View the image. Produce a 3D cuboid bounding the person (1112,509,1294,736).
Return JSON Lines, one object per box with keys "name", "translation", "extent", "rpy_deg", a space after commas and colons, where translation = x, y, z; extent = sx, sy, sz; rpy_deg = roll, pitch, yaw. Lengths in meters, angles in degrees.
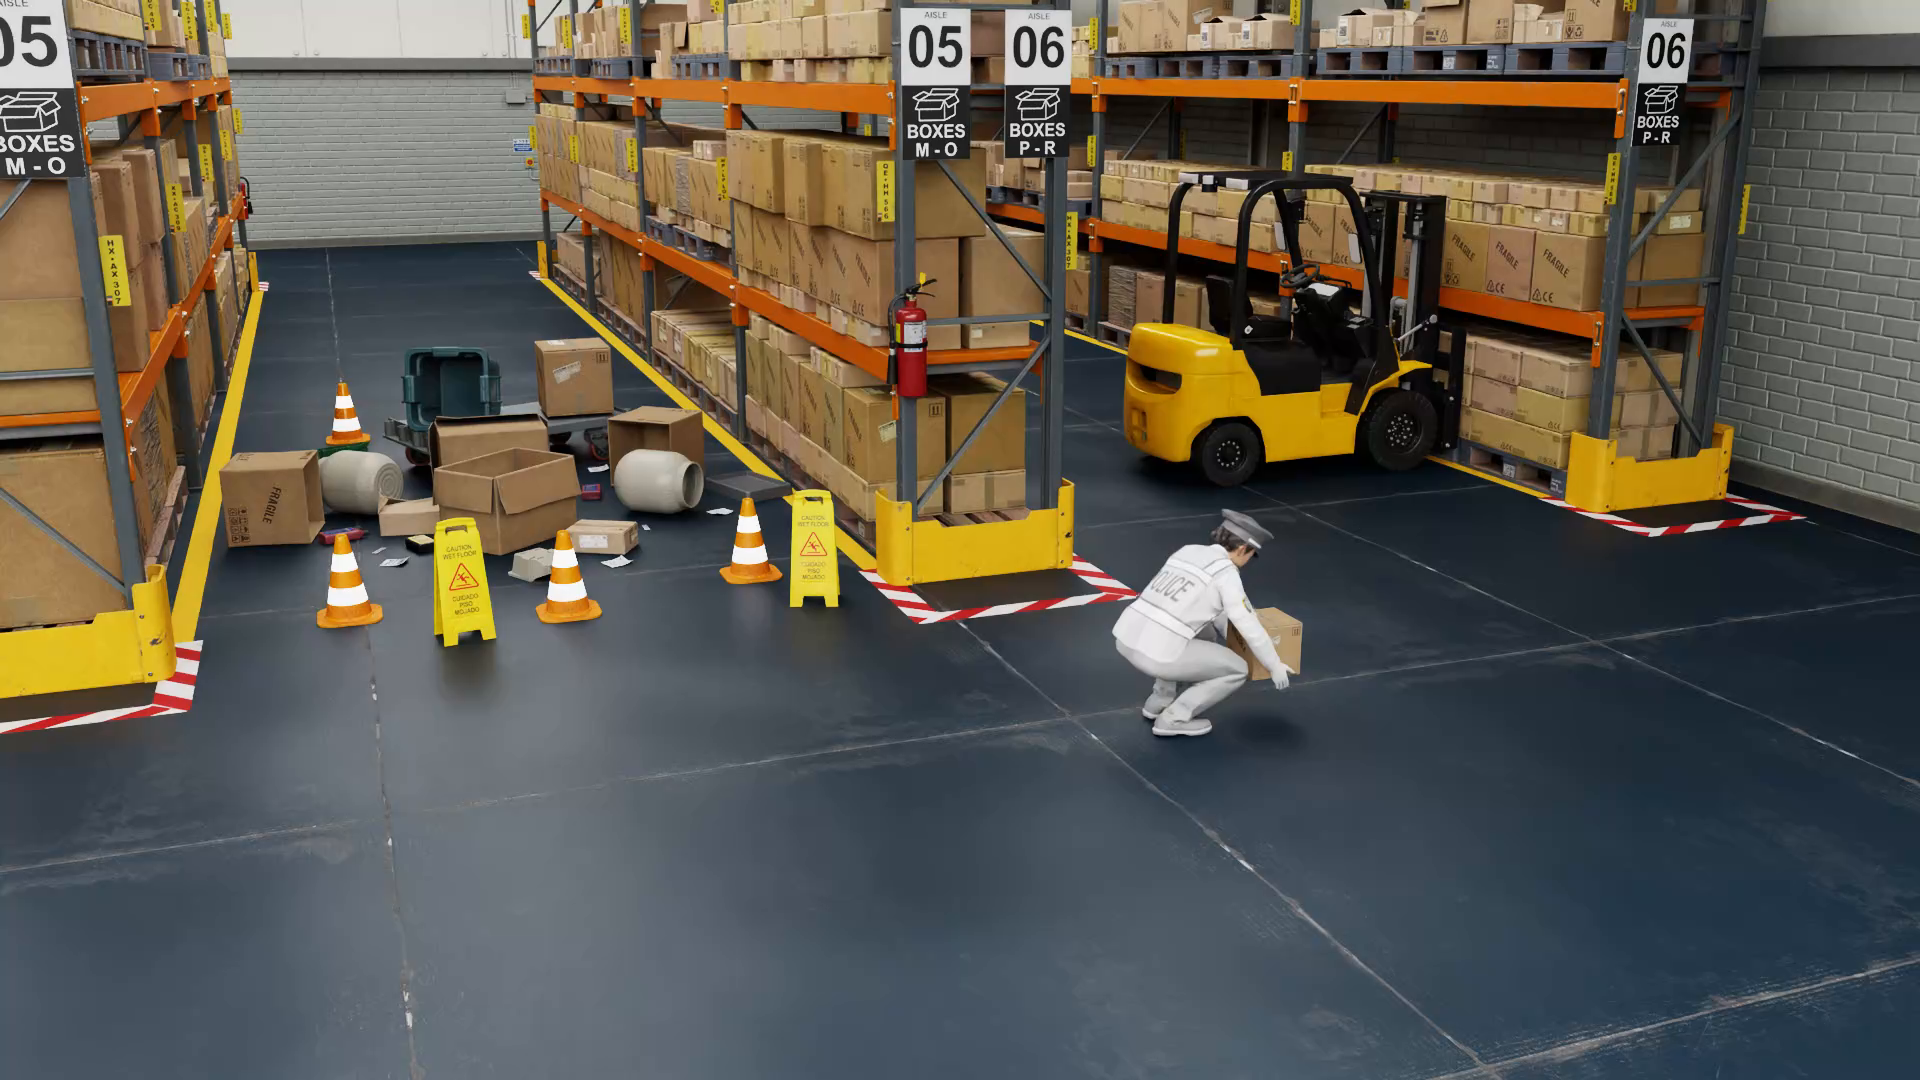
{"name": "person", "translation": [1.096, 0.366, 7.537], "extent": [0.836, 0.971, 0.470], "rpy_deg": [-6, 17, -21]}
